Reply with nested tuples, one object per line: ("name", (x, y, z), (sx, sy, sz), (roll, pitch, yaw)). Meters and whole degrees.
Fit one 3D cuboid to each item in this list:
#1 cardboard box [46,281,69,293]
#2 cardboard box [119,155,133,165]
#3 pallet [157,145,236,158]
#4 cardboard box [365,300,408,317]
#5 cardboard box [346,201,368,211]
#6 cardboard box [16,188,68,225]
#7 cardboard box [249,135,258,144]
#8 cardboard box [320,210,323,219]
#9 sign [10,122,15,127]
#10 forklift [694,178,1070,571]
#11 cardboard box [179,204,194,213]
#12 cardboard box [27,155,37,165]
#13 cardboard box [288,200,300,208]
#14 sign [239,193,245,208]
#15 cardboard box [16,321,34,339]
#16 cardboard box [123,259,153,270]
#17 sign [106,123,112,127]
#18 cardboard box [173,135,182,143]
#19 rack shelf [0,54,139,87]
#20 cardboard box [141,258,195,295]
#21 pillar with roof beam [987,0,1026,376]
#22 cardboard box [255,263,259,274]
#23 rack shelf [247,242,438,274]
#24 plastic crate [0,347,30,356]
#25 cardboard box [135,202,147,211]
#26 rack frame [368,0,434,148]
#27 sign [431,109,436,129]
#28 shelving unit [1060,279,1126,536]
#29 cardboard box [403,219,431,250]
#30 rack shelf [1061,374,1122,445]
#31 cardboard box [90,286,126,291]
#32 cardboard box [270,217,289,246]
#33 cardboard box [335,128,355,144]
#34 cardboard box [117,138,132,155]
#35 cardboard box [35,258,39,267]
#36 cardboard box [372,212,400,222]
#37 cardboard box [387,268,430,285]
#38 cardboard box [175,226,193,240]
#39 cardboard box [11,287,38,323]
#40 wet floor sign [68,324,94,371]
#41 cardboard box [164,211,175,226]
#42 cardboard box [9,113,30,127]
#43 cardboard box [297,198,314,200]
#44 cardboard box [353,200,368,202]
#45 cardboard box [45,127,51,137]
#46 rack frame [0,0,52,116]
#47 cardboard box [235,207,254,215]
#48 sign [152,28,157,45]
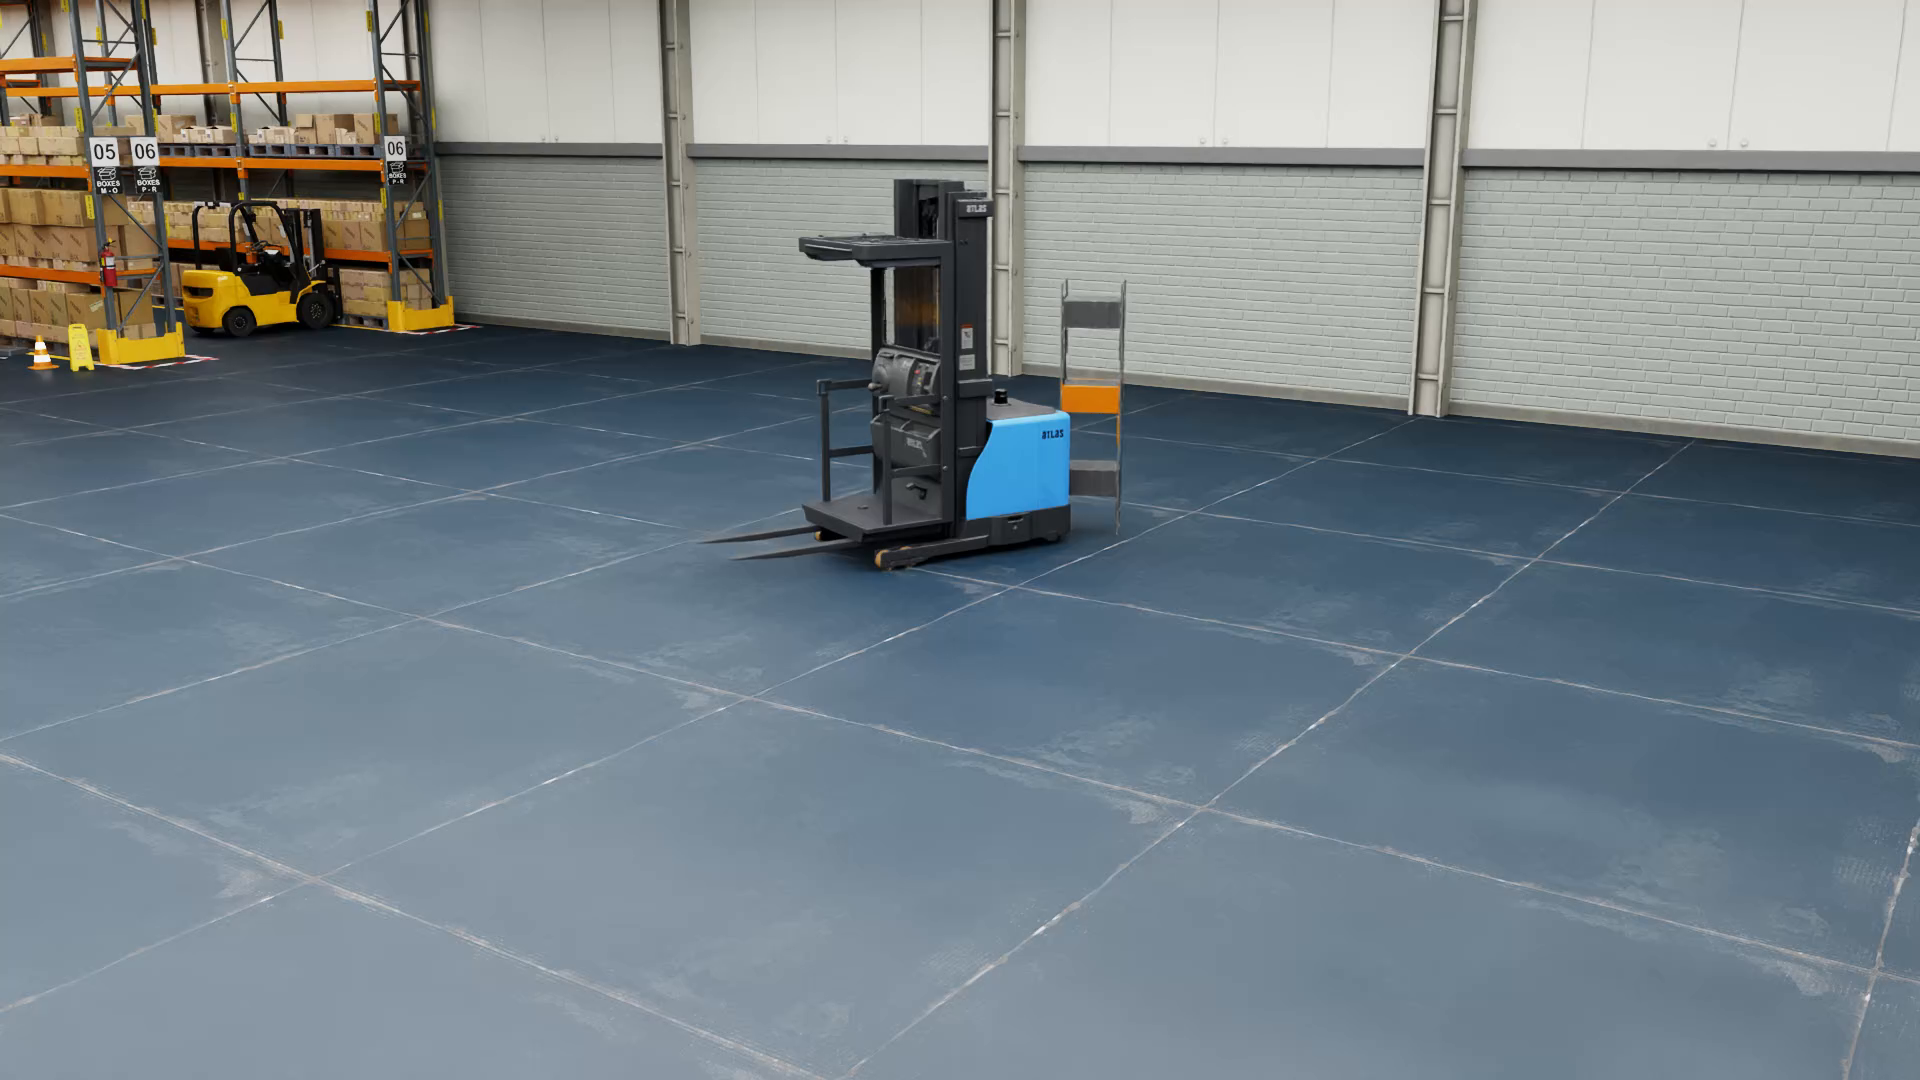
("cardboard box", (-13.379, -3.789, 24.826), (0.250, 0.149, 0.380), (10, 17, 34))
("cardboard box", (-12.114, -5.559, 24.318), (0.250, 0.149, 0.380), (9, 17, 33))
("pallet", (-14.348, -7.321, 31.304), (1.213, 0.211, 1.003), (10, 17, 35))
("cardboard box", (-9.819, -3.975, 28.487), (0.500, 0.250, 0.500), (9, 17, 33))
("cardboard box", (-10.287, -5.725, 28.529), (0.250, 0.149, 0.380), (9, 17, 33))
("cardboard box", (-13.462, -4.936, 24.613), (0.500, 0.500, 0.700), (9, 16, 32))
("cardboard box", (-12.369, -7.108, 29.493), (0.250, 0.149, 0.380), (10, 17, 34))
("cardboard box", (-10.932, -5.679, 28.962), (0.250, 0.149, 0.380), (9, 17, 32))
("sign", (-15.043, -6.468, 26.392), (0.005, 0.325, 0.100), (9, 17, 33))
("forklift", (-0.603, -1.325, 13.077), (3.031, 2.935, 1.130), (-9, 16, -32))
("cardboard box", (-14.319, -6.193, 31.040), (0.250, 0.149, 0.380), (9, 16, 31))
("cardboard box", (-13.519, -5.619, 24.561), (0.250, 0.149, 0.380), (9, 16, 31))
("cardboard box", (-11.602, -5.914, 29.296), (0.250, 0.149, 0.380), (9, 16, 32))
("sign", (-12.867, -6.056, 29.802), (0.005, 0.325, 0.100), (9, 17, 33))
("cardboard box", (-14.109, -3.248, 25.551), (0.500, 0.250, 0.500), (9, 16, 32))
("cardboard box", (-12.186, -4.081, 24.588), (0.250, 0.149, 0.380), (9, 17, 33))
("sign", (-16.196, -7.778, 31.682), (0.005, 0.325, 0.100), (9, 17, 33))
("cardboard box", (-14.294, -7.419, 30.750), (0.250, 0.149, 0.380), (9, 16, 32))
("rack shelf", (-13.680, -6.945, 24.656), (4.000, 0.370, 1.077), (9, 17, 33))
("cardboard box", (-15.381, -5.144, 32.427), (0.625, 0.625, 0.875), (10, 17, 35))
("pillar with roof beam", (-1.773, -5.823, 18.621), (0.400, 9.000, 9.100), (9, 17, 33))
("cardboard box", (-12.346, -4.869, 30.019), (0.500, 0.250, 0.500), (9, 16, 32))
("rack shelf", (-10.912, -5.025, 29.377), (4.000, 0.370, 1.077), (9, 17, 33))
("plastic crate", (-14.494, -2.861, 25.214), (0.583, 0.080, 0.402), (3, 14, 14))
("cardboard box", (-15.569, -6.405, 31.897), (0.250, 0.149, 0.380), (10, 17, 34))
("rack frame", (-9.253, -8.018, 27.486), (0.127, 3.000, 1.000), (9, 17, 33))
("sign", (-8.938, -7.135, 28.176), (0.005, 0.325, 0.100), (9, 17, 33))
("shelving unit", (1.106, -1.112, 13.947), (0.503, 2.100, 0.431), (2, 14, 9))
("cardboard box", (-9.509, -5.276, 28.687), (0.500, 0.500, 0.500), (10, 17, 35))
("rack shelf", (1.106, -1.099, 13.950), (0.480, 0.518, 0.431), (2, 14, 9))
("cardboard box", (-12.991, -3.584, 25.349), (0.500, 0.500, 0.500), (8, 16, 31))
("cardboard box", (-11.908, -5.513, 29.642), (0.500, 0.500, 0.500), (10, 17, 34))
("cardboard box", (-10.320, -6.834, 28.142), (0.258, 0.266, 0.396), (9, 17, 33))
("cardboard box", (-12.289, -5.764, 24.316), (0.500, 0.250, 0.500), (9, 16, 32))
("cardboard box", (-13.707, -4.210, 25.111), (0.250, 0.149, 0.380), (9, 17, 33))
("cardboard box", (-9.697, -5.460, 28.079), (0.250, 0.149, 0.380), (9, 17, 34))
("cardboard box", (-9.546, -4.563, 28.780), (0.500, 0.250, 0.500), (9, 16, 32))
("cardboard box", (-14.384, -5.792, 31.289), (0.500, 0.250, 0.500), (10, 17, 35))
("cardboard box", (-14.120, -3.613, 25.464), (0.500, 0.500, 0.500), (10, 17, 36))
("wet floor sign", (-12.460, -2.734, 23.525), (0.267, 0.644, 0.232), (-10, 17, -35))
("cardboard box", (-14.820, -6.099, 31.491), (0.500, 0.250, 0.500), (9, 16, 31))
("cardboard box", (-19.155, -8.537, 33.785), (0.258, 0.266, 0.396), (9, 17, 32))
("cardboard box", (-11.726, -6.093, 30.017), (0.250, 0.149, 0.380), (9, 17, 32))
("cardboard box", (-10.430, -5.897, 29.226), (0.250, 0.149, 0.380), (9, 16, 31))
("cardboard box", (-13.062, -5.940, 24.199), (0.250, 0.149, 0.380), (9, 17, 33))
("rack frame", (-19.210, -9.627, 33.987), (0.127, 3.000, 1.000), (9, 17, 33))
("cardboard box", (-12.979, -6.007, 30.290), (0.250, 0.149, 0.380), (10, 17, 35))
("sign", (-15.584, -9.732, 32.138), (0.005, 0.325, 0.100), (9, 17, 33))
